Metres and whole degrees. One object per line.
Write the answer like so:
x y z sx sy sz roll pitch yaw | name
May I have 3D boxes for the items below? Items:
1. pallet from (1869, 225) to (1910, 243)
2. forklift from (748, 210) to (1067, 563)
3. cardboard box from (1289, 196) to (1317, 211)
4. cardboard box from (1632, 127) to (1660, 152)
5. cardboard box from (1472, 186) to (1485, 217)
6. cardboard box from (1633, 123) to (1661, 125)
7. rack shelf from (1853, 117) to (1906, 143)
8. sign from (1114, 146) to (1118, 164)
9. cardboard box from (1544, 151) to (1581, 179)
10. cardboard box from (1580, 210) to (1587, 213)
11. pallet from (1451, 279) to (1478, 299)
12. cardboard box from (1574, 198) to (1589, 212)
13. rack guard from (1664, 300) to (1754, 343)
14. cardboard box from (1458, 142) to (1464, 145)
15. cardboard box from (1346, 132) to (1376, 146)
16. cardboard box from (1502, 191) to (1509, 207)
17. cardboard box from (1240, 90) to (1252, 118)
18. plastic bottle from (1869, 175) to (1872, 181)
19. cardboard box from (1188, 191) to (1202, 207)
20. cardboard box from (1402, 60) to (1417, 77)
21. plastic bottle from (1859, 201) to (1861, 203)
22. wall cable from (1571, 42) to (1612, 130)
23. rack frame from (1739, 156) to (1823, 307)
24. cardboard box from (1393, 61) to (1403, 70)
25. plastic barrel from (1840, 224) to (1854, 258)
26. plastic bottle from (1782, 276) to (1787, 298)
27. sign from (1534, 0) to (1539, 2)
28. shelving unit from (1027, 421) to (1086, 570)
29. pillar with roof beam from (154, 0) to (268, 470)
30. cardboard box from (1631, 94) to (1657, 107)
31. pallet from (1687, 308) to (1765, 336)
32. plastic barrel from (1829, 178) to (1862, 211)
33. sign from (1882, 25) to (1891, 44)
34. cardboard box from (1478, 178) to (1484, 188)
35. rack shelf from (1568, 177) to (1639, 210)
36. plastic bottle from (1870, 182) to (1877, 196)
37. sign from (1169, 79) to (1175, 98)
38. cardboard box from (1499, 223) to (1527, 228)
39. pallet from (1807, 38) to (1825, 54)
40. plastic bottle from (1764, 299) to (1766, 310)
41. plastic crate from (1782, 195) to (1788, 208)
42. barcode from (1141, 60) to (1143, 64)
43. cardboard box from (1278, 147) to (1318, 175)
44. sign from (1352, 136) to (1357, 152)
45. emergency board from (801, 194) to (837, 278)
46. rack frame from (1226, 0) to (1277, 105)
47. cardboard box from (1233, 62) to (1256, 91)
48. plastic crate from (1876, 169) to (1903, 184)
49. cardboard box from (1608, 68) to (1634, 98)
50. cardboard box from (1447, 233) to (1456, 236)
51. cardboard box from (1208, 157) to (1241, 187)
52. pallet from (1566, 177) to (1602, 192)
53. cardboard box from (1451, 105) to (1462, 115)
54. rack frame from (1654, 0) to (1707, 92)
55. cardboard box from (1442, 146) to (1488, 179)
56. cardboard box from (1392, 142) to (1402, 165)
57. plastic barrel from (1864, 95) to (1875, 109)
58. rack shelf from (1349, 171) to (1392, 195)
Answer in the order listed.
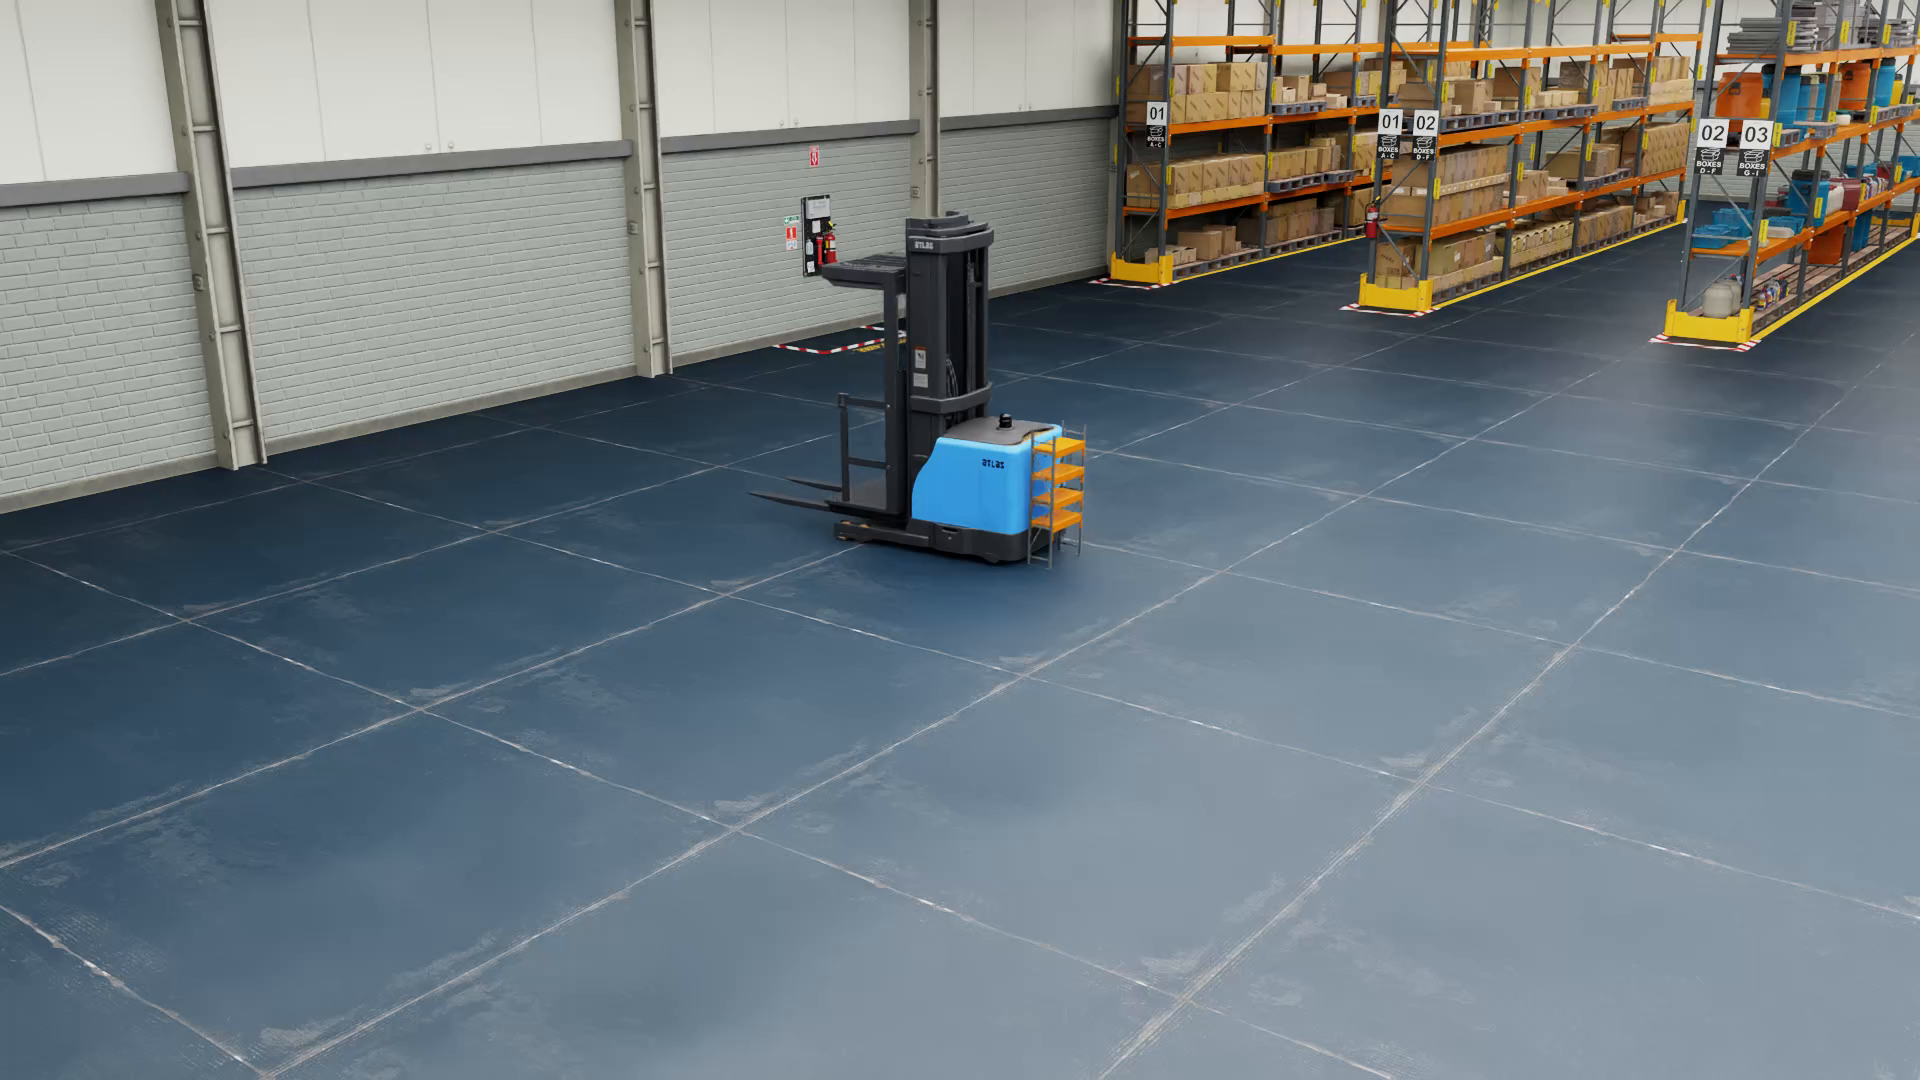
20.264 -6.751 36.635 1.003 0.211 1.213 12 21 35 | pallet
-0.563 -1.498 15.131 3.031 2.935 1.130 10 20 29 | forklift
7.287 -7.187 35.544 0.500 0.250 0.500 13 21 36 | cardboard box
15.242 -8.907 37.019 0.500 0.500 0.500 12 21 33 | cardboard box
8.791 -5.986 29.300 0.700 0.500 0.500 13 21 35 | cardboard box
16.030 -9.489 38.894 0.500 0.500 0.500 13 21 35 | cardboard box
17.212 -7.933 31.892 1.077 0.370 4.000 12 21 35 | rack shelf
2.863 -7.019 30.310 0.100 0.325 0.005 12 21 35 | sign
12.329 -7.662 33.987 0.700 0.500 0.500 5 18 16 | cardboard box
13.030 -6.773 35.476 0.500 0.500 0.500 11 21 33 | cardboard box
8.427 -4.485 29.337 1.003 0.211 1.213 12 21 35 | pallet
13.050 -7.141 35.395 0.500 0.250 0.500 12 21 34 | cardboard box
11.261 -3.294 25.016 1.175 0.500 0.348 12 21 35 | rack guard
12.110 -9.868 41.463 0.980 0.700 0.700 12 21 34 | cardboard box
8.861 -8.866 36.774 0.500 0.250 0.500 12 21 34 | cardboard box
9.919 -6.344 30.874 0.500 0.250 0.500 14 22 38 | cardboard box
5.267 -8.373 31.894 0.500 0.500 0.500 10 20 30 | cardboard box
18.003 -7.045 32.962 0.144 0.351 0.185 12 21 35 | plastic bottle
4.141 -6.337 30.817 0.500 0.250 0.500 12 21 33 | cardboard box
10.676 -11.246 39.459 0.500 0.500 0.500 12 21 34 | cardboard box
16.930 -6.492 31.293 0.061 0.283 0.133 12 21 35 | plastic bottle
16.488 -12.689 46.175 3.097 2.526 0.112 12 21 35 | wall cable
13.637 -5.415 27.628 1.000 3.000 0.127 12 21 35 | rack frame
9.818 -10.933 38.165 0.500 0.250 0.500 14 22 39 | cardboard box
16.971 -5.805 32.242 0.600 0.588 0.708 12 21 35 | plastic barrel
13.485 -4.155 27.298 0.144 0.351 0.185 12 21 33 | plastic bottle
10.092 -9.574 29.063 0.100 0.325 0.005 12 21 35 | sign
0.842 -0.391 14.477 0.258 1.200 0.503 13 22 33 | shelving unit
-4.248 -4.349 14.082 9.100 9.000 0.400 12 21 35 | pillar with roof beam
14.916 -9.629 36.395 0.500 0.250 0.500 12 21 35 | cardboard box
11.750 -3.349 25.679 1.003 0.211 1.213 12 21 35 | pallet
15.987 -6.268 30.147 0.600 0.536 0.708 12 21 35 | plastic barrel
16.466 -8.983 29.546 0.100 0.325 0.005 12 21 35 | sign
8.913 -6.243 29.035 0.380 0.149 0.250 13 22 36 | cardboard box
13.236 -7.376 35.158 1.077 0.370 4.000 12 21 35 | rack shelf
17.830 -6.871 32.526 0.152 0.276 0.135 12 21 35 | plastic bottle
3.733 -7.967 29.314 0.100 0.325 0.005 12 21 35 | sign
10.885 -6.078 32.748 0.500 0.311 0.500 12 21 33 | cardboard box
12.442 -7.505 25.238 1.003 0.211 1.213 12 21 35 | pallet
12.646 -3.737 26.202 0.097 0.201 0.097 0 17 0 | plastic bottle
14.044 -5.725 28.653 0.392 0.384 0.575 12 21 35 | plastic crate
3.319 -8.714 30.330 0.001 0.075 0.075 12 21 35 | barcode
7.067 -7.961 34.919 0.700 0.500 0.500 12 21 35 | cardboard box
8.505 -8.539 35.872 0.100 0.325 0.005 12 21 35 | sign
-2.058 -4.521 24.751 0.194 1.169 0.643 12 21 35 | emergency board
5.681 -10.030 32.376 1.000 3.000 0.127 12 21 35 | rack frame
5.280 -8.832 31.687 0.500 0.500 0.500 14 22 38 | cardboard box
19.461 -7.623 34.839 0.437 0.282 0.530 12 21 35 | plastic crate
14.069 -9.818 35.704 0.600 0.600 0.600 10 20 30 | cardboard box
8.538 -5.243 29.739 0.500 0.500 0.500 12 21 35 | cardboard box
5.046 -7.056 31.869 0.500 0.500 0.500 12 21 33 | cardboard box
12.392 -7.326 34.106 1.213 0.211 1.003 12 21 35 | pallet
8.120 -7.167 27.693 0.380 0.149 0.250 12 21 35 | cardboard box
16.811 -12.014 38.763 1.000 3.000 0.127 12 21 35 | rack frame
8.803 -6.611 29.126 0.700 0.500 0.500 12 21 35 | cardboard box
9.772 -8.874 38.064 0.500 0.500 0.500 12 21 35 | cardboard box
16.836 -8.138 30.894 0.294 0.245 0.294 0 17 0 | plastic barrel
9.256 -8.251 37.974 1.077 0.370 4.000 12 21 35 | rack shelf
